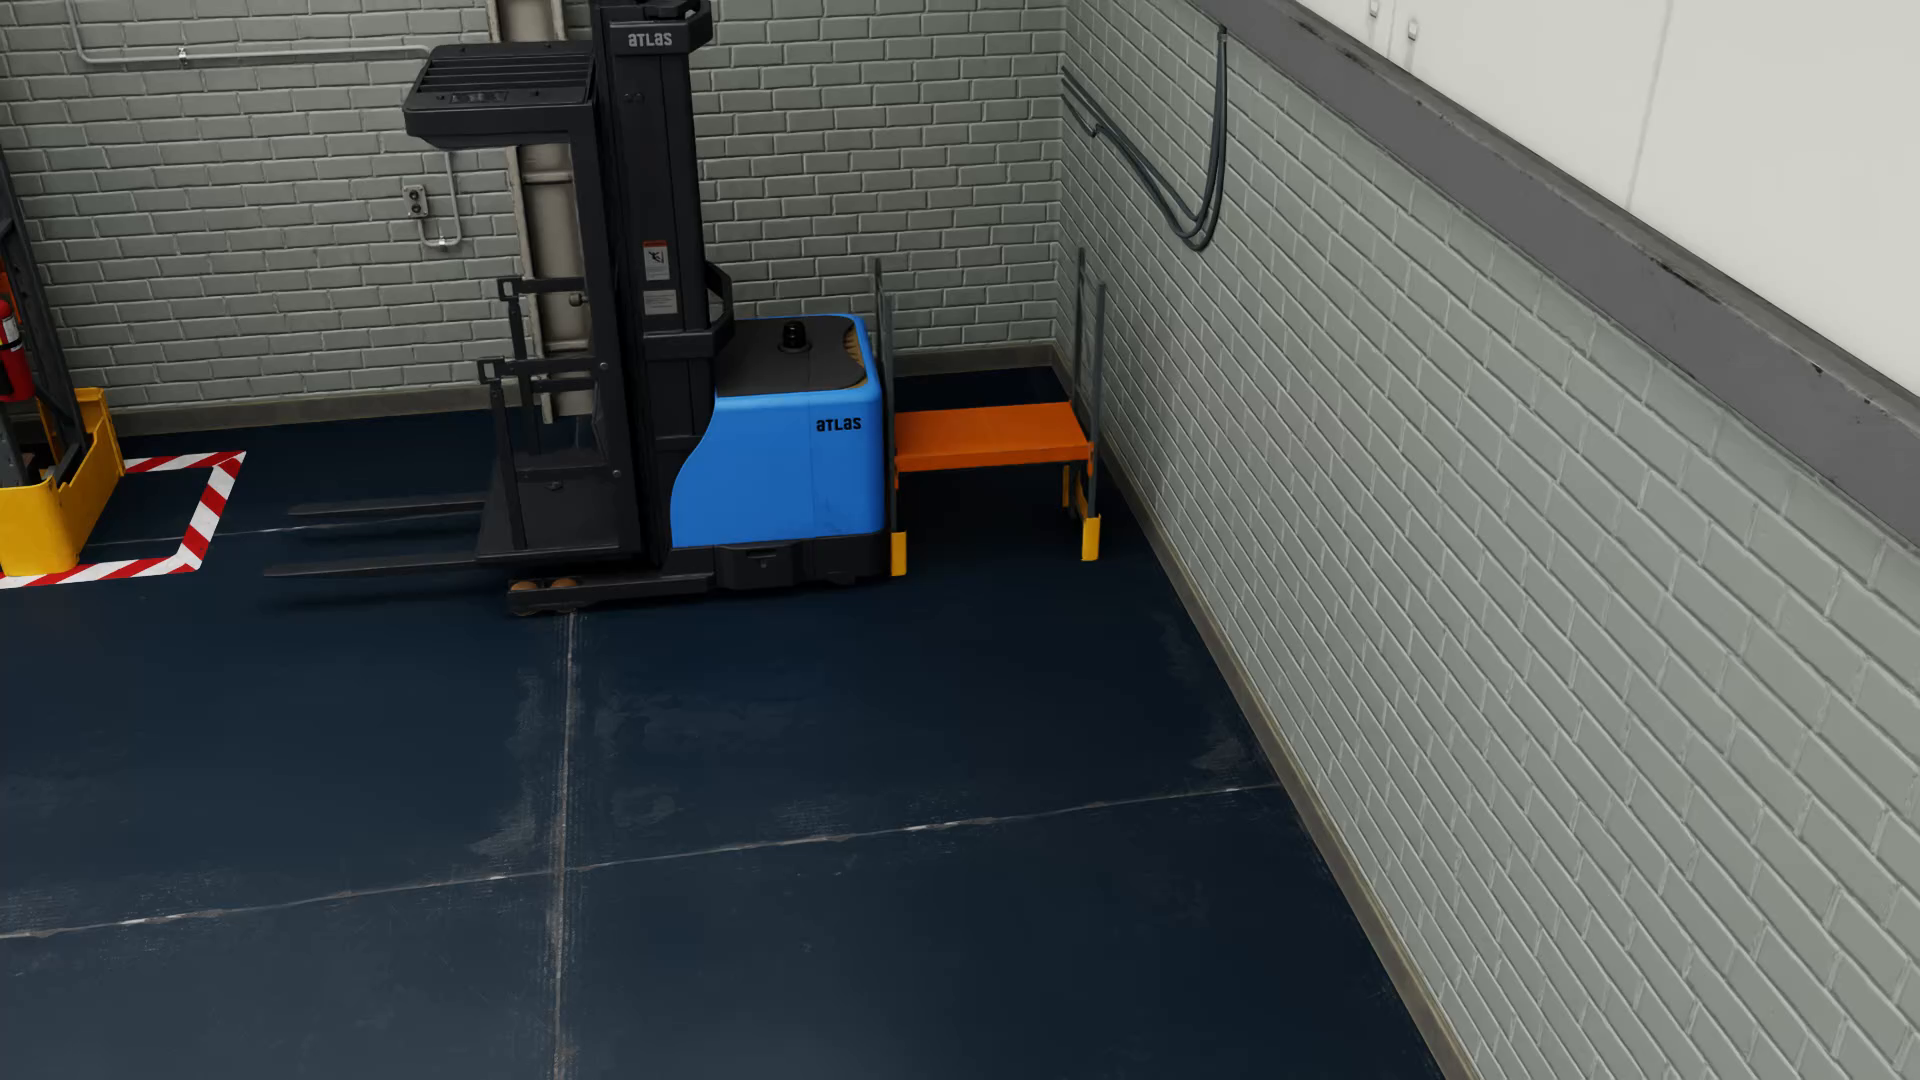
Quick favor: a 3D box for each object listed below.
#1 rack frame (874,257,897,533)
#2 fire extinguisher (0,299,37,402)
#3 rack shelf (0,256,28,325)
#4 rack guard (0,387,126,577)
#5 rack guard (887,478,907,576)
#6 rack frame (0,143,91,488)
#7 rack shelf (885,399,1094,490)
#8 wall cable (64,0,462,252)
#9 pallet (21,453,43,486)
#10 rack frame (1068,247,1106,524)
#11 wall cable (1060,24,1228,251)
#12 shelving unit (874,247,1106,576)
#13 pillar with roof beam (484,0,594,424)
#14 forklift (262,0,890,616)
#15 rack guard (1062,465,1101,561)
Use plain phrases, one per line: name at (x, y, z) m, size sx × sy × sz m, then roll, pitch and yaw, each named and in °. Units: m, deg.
rack frame at (-0.369, -0.611, 8.310) m, size 0.032 × 1.500 × 0.500 m, roll -4°, pitch 31°, yaw -7°
fire extinguisher at (-4.587, -0.993, 7.924) m, size 0.183 × 0.674 × 0.296 m, roll -5°, pitch 31°, yaw -9°
rack shelf at (-6.785, -0.911, 8.050) m, size 4.000 × 0.370 × 1.077 m, roll -5°, pitch 31°, yaw -9°
rack guard at (-4.795, -0.329, 8.816) m, size 0.348 × 0.500 × 1.175 m, roll -5°, pitch 31°, yaw -9°
rack guard at (-0.350, -0.074, 8.630) m, size 0.087 × 0.250 × 0.587 m, roll -4°, pitch 31°, yaw -7°
rack frame at (-4.818, -1.404, 8.178) m, size 0.127 × 3.000 × 1.000 m, roll -5°, pitch 31°, yaw -9°
rack shelf at (0.134, -0.494, 8.466) m, size 1.000 × 0.185 × 0.538 m, roll -4°, pitch 31°, yaw -7°
wall cable at (-3.729, -2.430, 8.922) m, size 1.851 × 1.984 × 0.084 m, roll -5°, pitch 31°, yaw -9°
pallet at (-5.591, -0.090, 8.695) m, size 1.213 × 0.211 × 1.003 m, roll -5°, pitch 31°, yaw -9°
rack frame at (0.637, -0.687, 8.438) m, size 0.032 × 1.500 × 0.500 m, roll -4°, pitch 31°, yaw -7°
wall cable at (0.810, -2.990, 8.020) m, size 0.112 × 2.526 × 3.097 m, roll -5°, pitch 31°, yaw -9°
shelving unit at (0.143, -0.650, 8.375) m, size 1.083 × 1.500 × 0.587 m, roll -4°, pitch 31°, yaw -7°
pillar with roof beam at (-1.543, -2.521, 4.160) m, size 0.400 × 9.000 × 9.100 m, roll -5°, pitch 31°, yaw -9°
forklift at (-1.917, -1.180, 7.865) m, size 3.031 × 2.935 × 1.130 m, roll -4°, pitch 31°, yaw -7°
rack guard at (0.635, -0.148, 8.755) m, size 0.087 × 0.250 × 0.587 m, roll -4°, pitch 31°, yaw -7°
